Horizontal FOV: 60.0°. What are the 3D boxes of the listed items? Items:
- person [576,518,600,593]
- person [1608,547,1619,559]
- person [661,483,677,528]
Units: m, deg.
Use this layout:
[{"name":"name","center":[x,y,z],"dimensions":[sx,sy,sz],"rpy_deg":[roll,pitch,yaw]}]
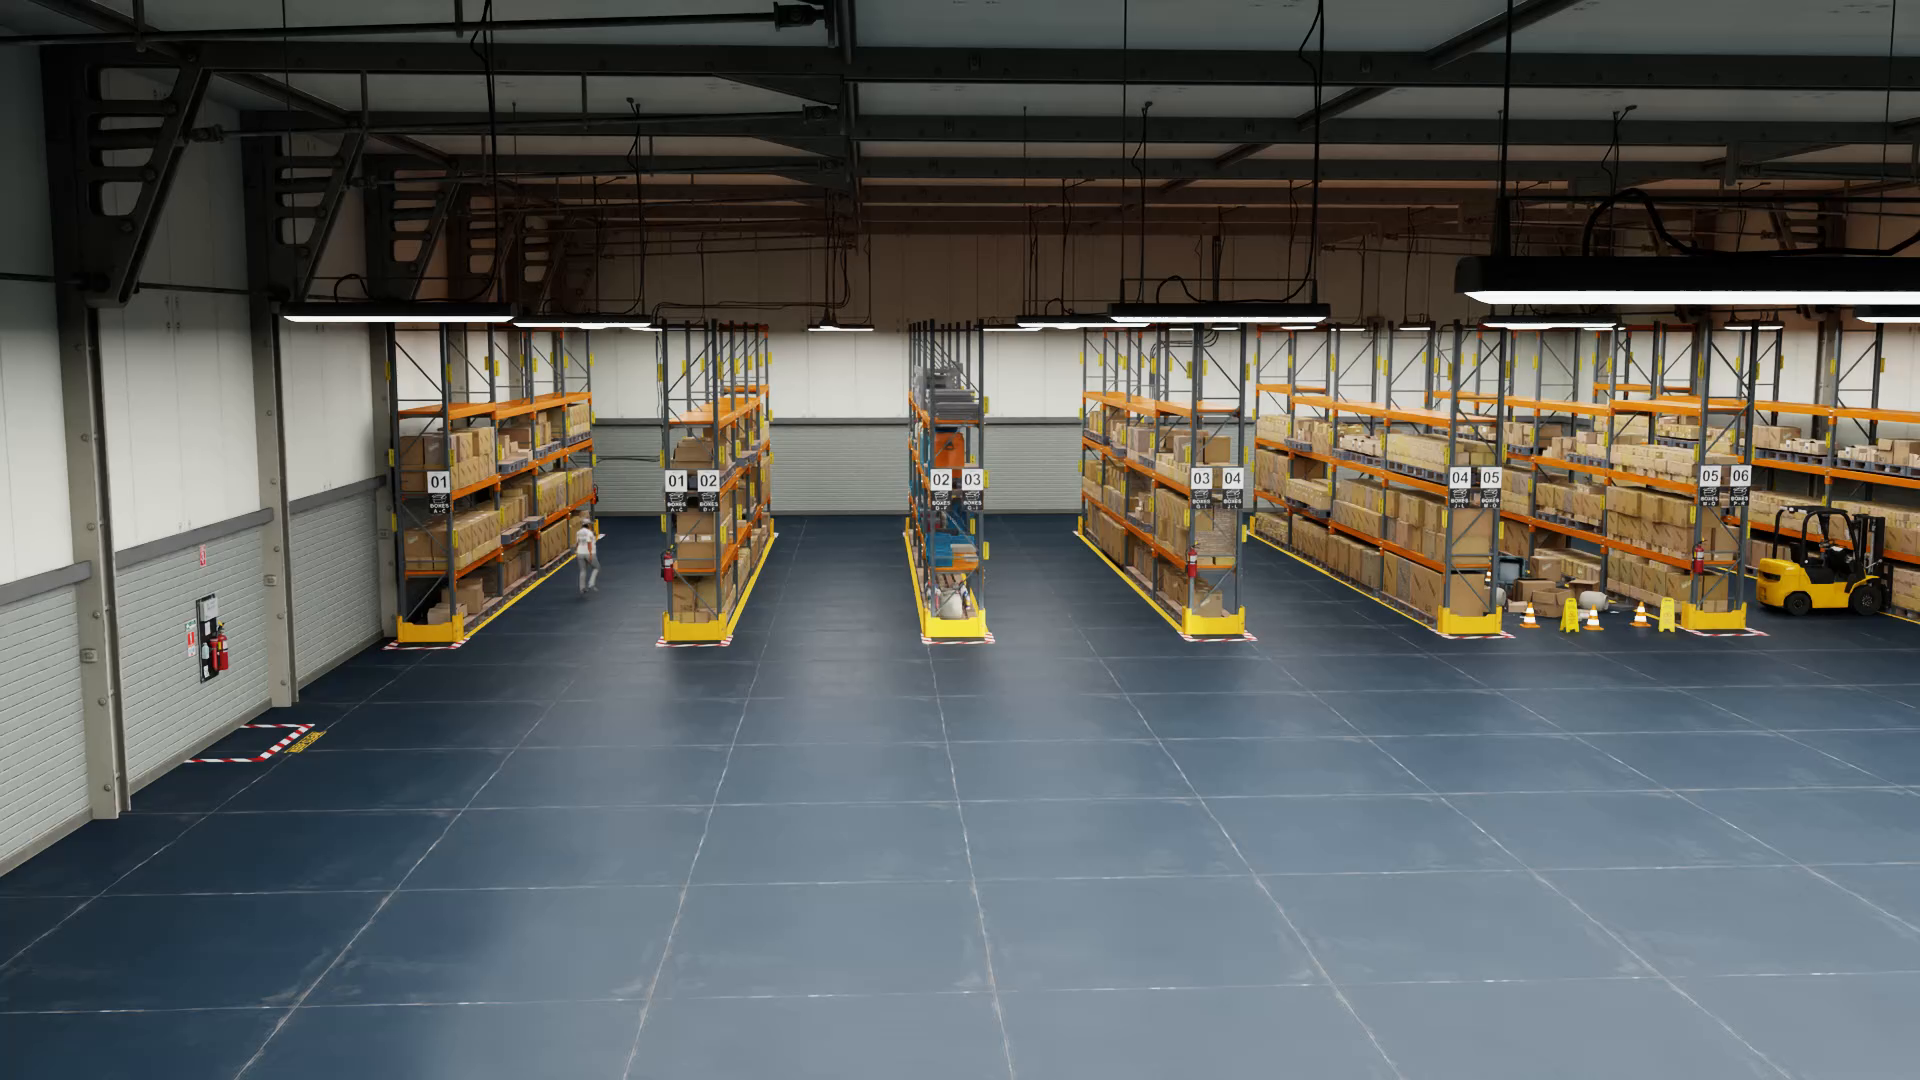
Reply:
[{"name":"person","center":[-8.276,0.350,36.821],"dimensions":[0.513,1.646,0.527],"rpy_deg":[1,7,12]},{"name":"person","center":[16.128,-0.152,40.965],"dimensions":[0.486,1.691,0.396],"rpy_deg":[-4,8,-28]},{"name":"person","center":[-8.473,-1.154,49.167],"dimensions":[0.647,1.626,0.720],"rpy_deg":[1,7,7]}]
